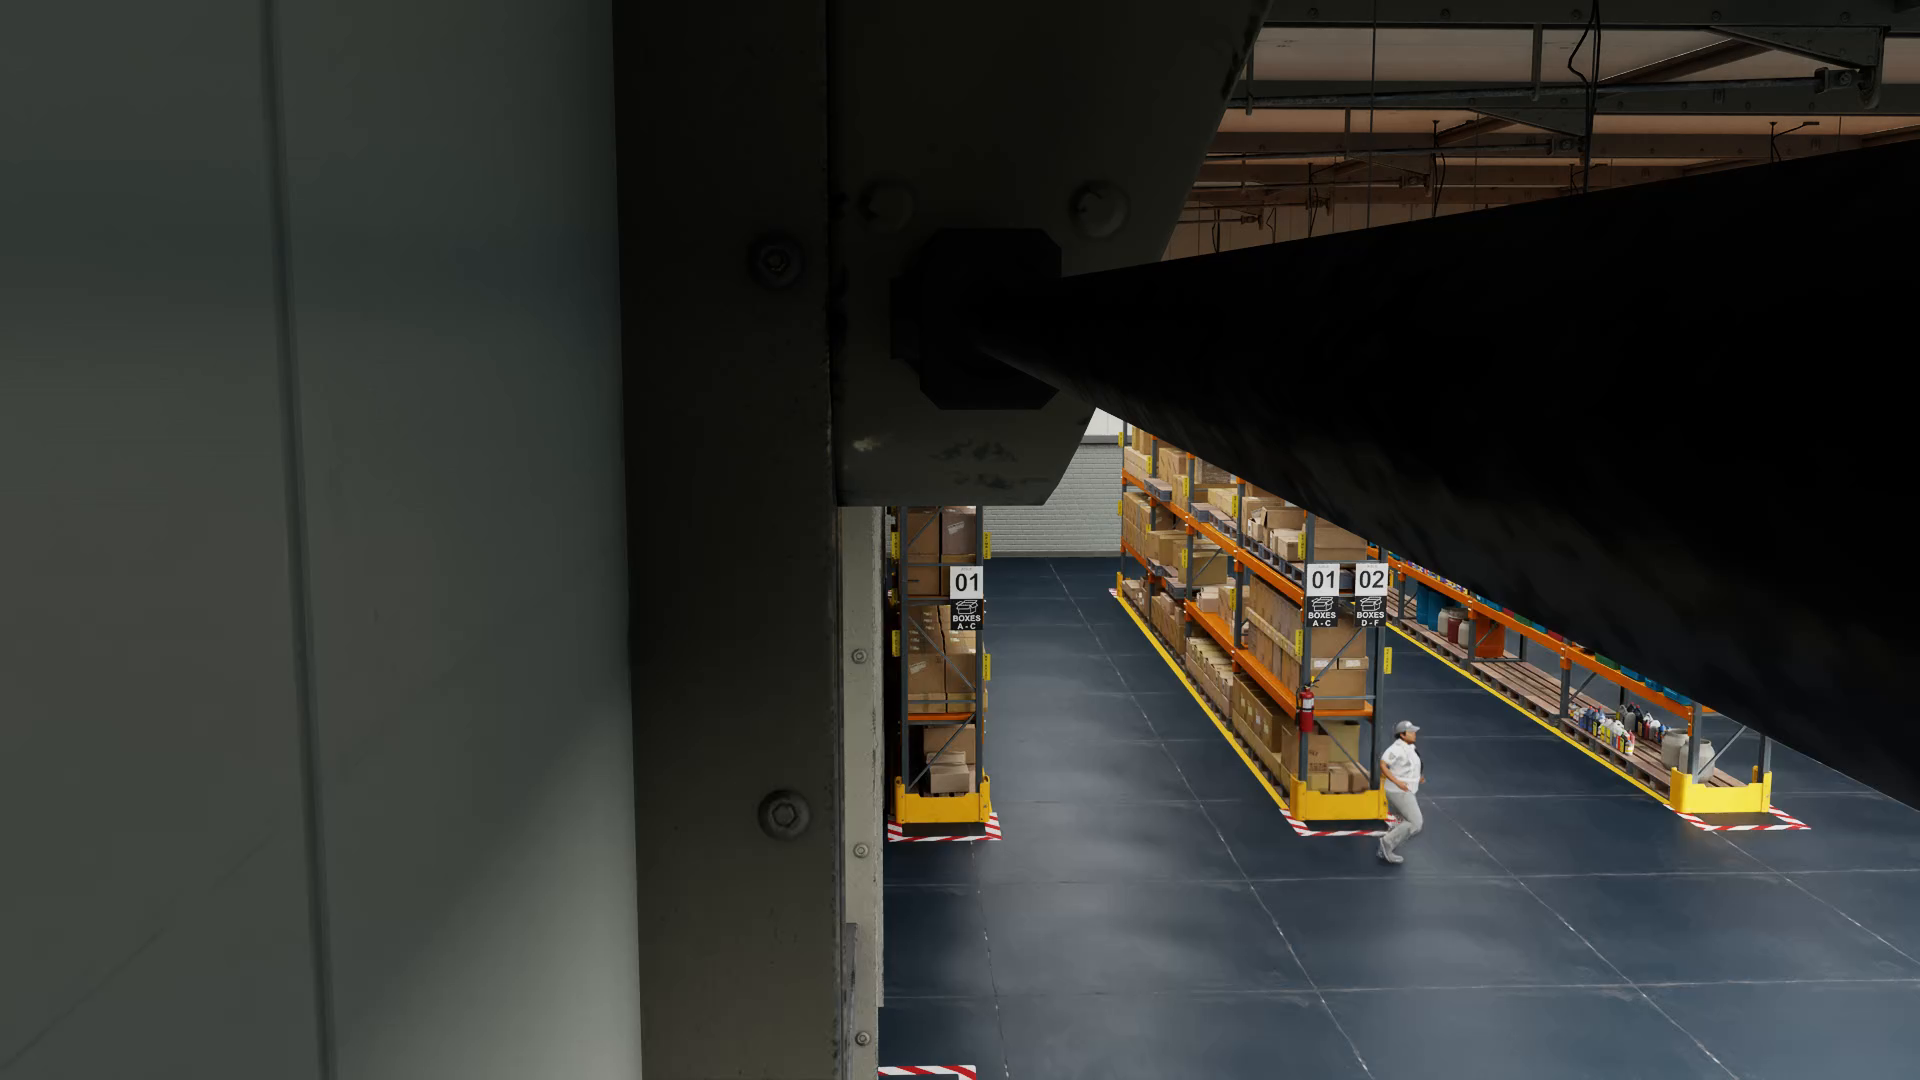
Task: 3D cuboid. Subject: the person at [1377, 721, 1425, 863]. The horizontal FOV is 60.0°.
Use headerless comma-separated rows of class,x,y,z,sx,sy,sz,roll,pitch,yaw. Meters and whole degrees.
person,5.068,2.869,18.982,0.528,1.626,0.638,4,9,29
